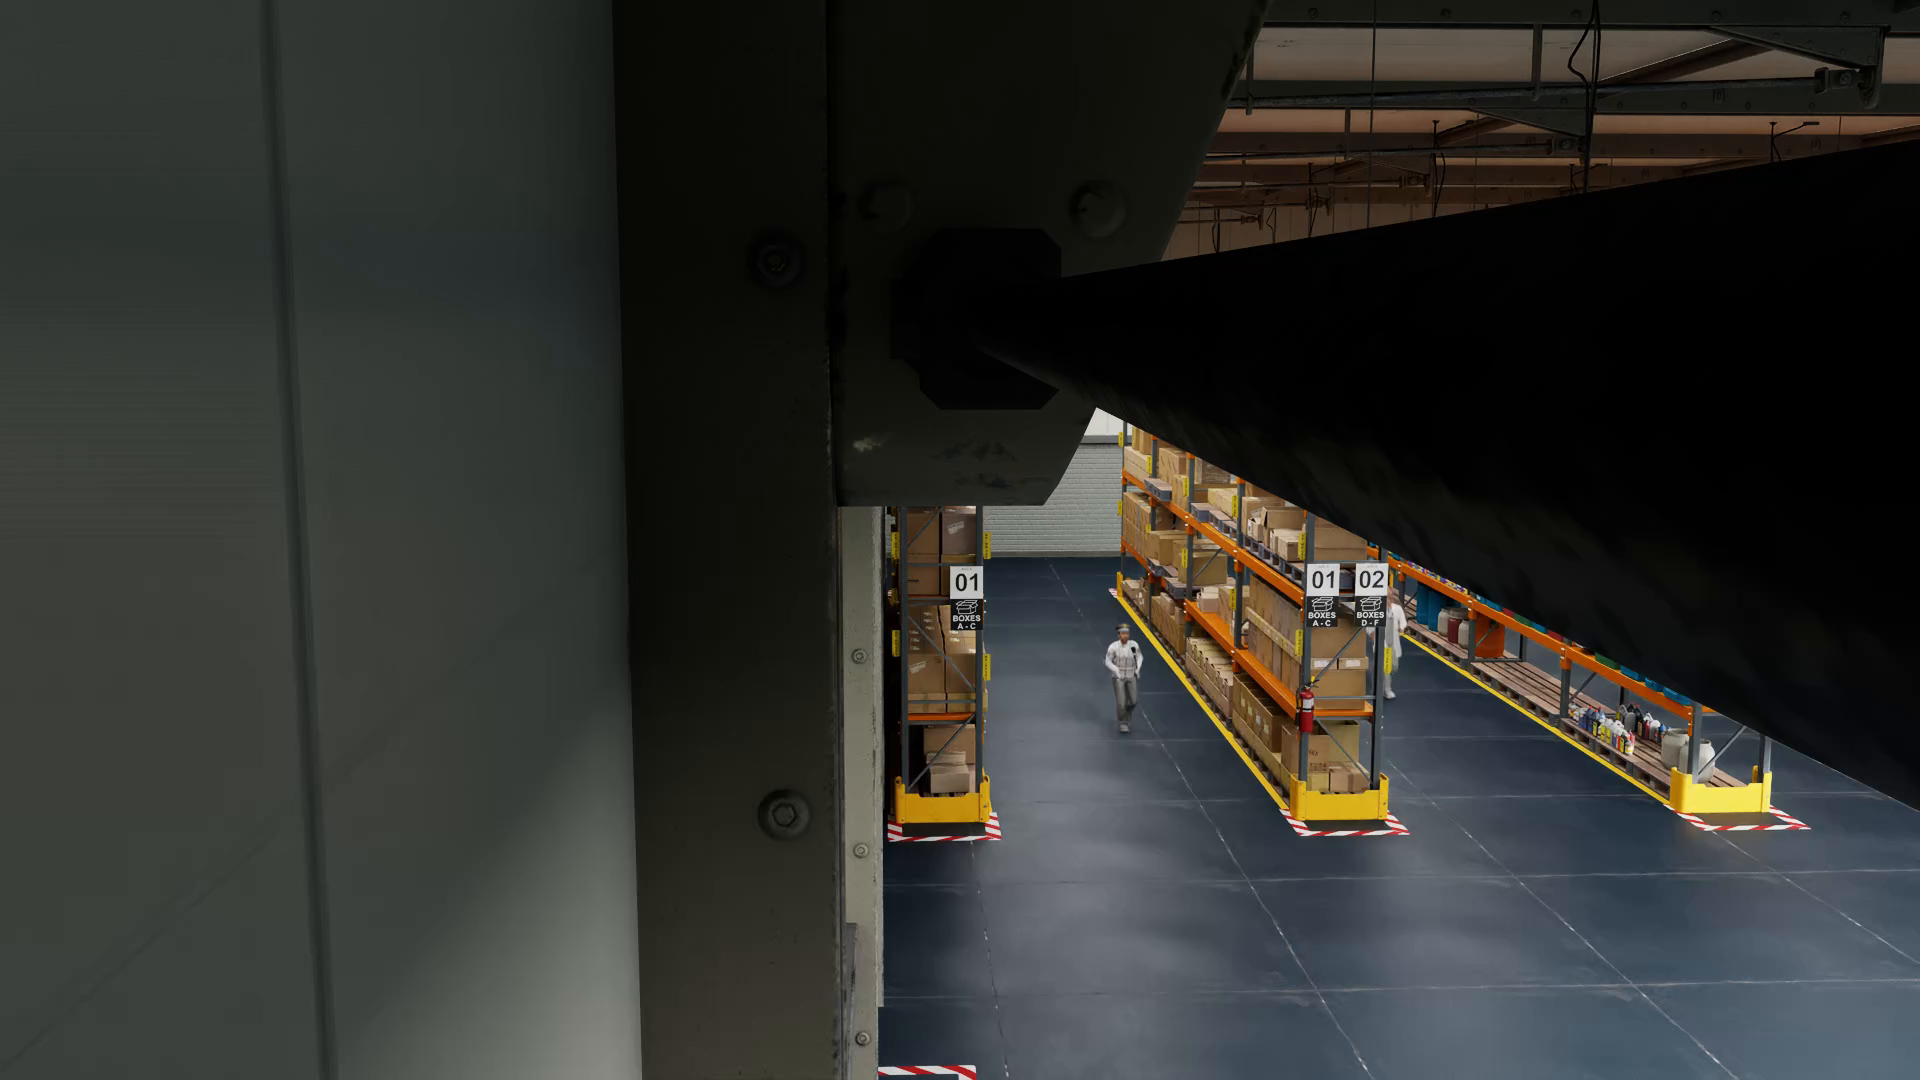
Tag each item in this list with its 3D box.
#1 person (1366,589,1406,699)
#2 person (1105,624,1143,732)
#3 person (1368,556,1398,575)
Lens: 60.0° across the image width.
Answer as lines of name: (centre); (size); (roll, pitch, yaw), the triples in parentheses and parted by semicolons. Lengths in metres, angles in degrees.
person: (6.937, 1.662, 27.140); (0.720, 1.745, 0.896); (-1, 8, -9)
person: (2.456, 2.049, 24.675); (0.589, 1.652, 0.526); (-1, 8, -6)
person: (9.939, -0.034, 39.072); (0.881, 1.738, 0.651); (2, 8, 13)
